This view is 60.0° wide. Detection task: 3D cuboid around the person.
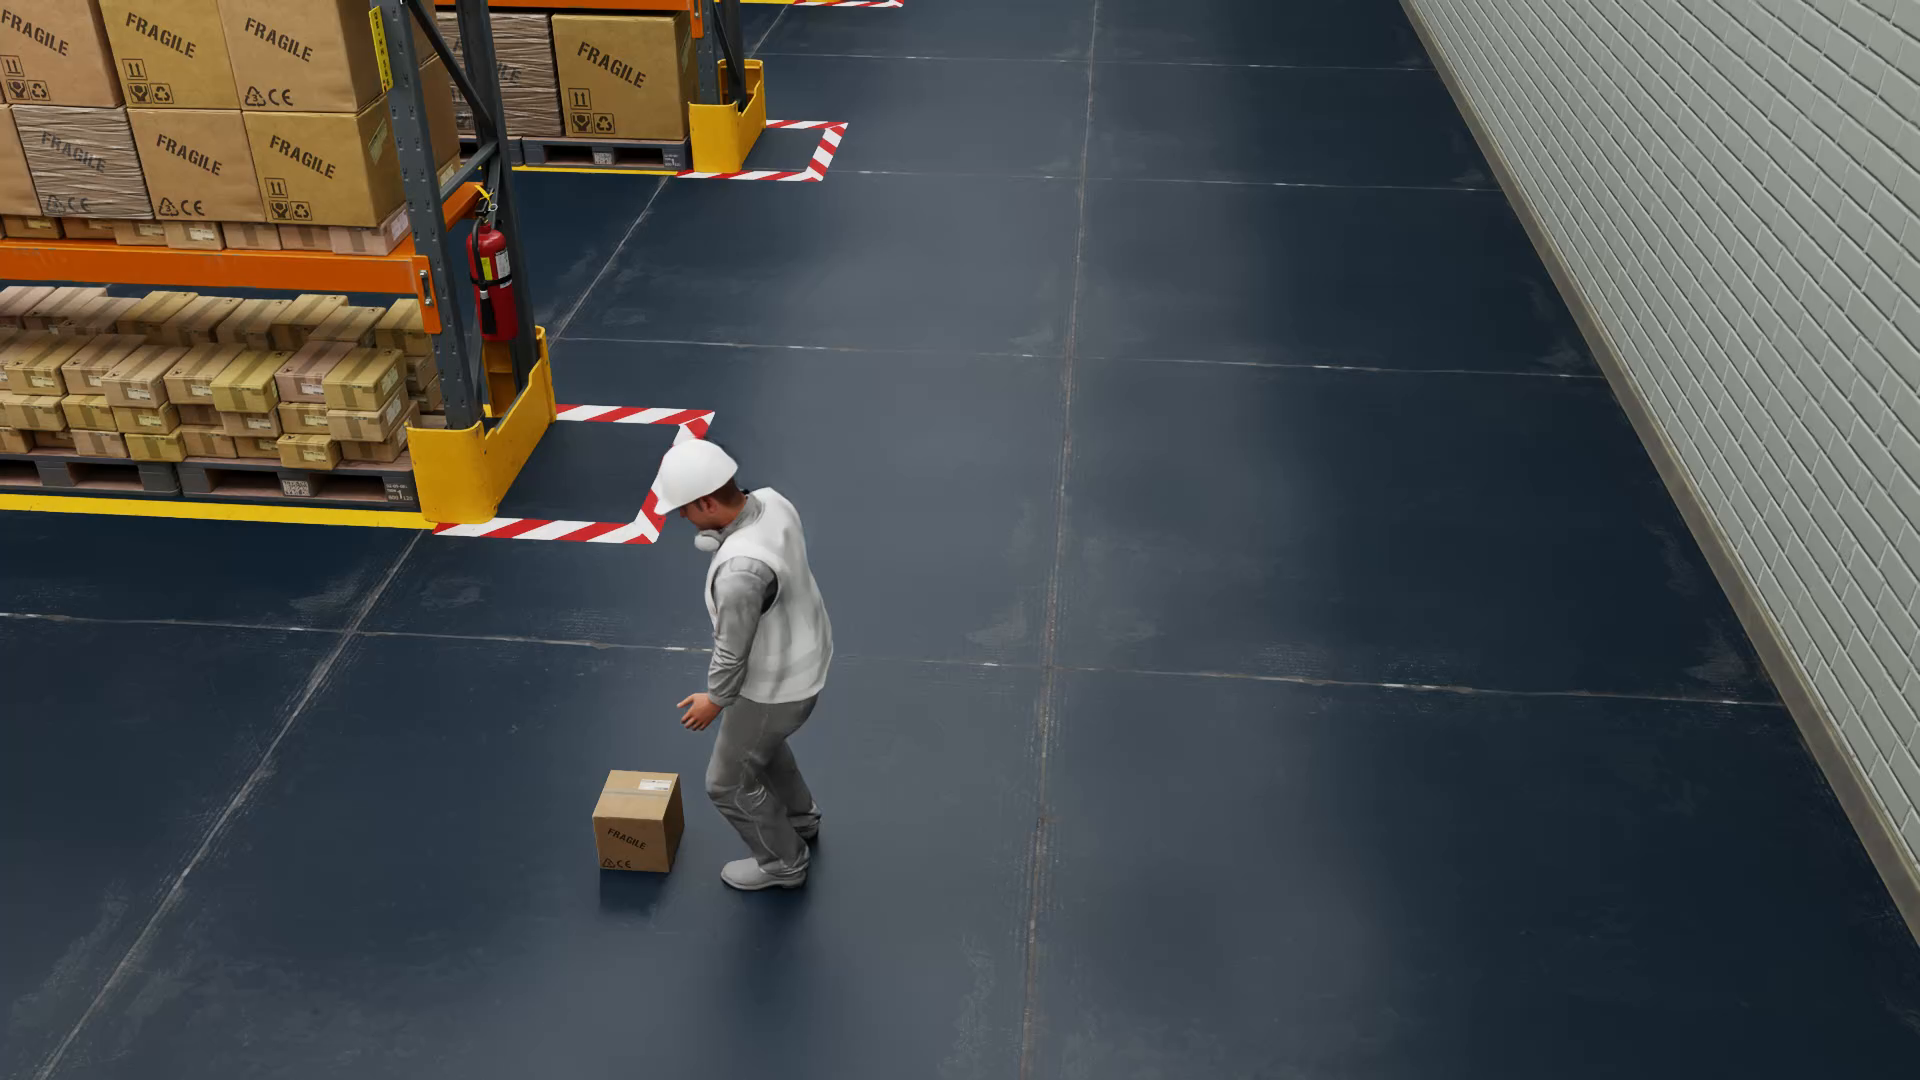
[{"bbox_3d":[-0.689,0.429,5.501,0.516,1.695,0.567,3,32,5],"label":"person"}]
